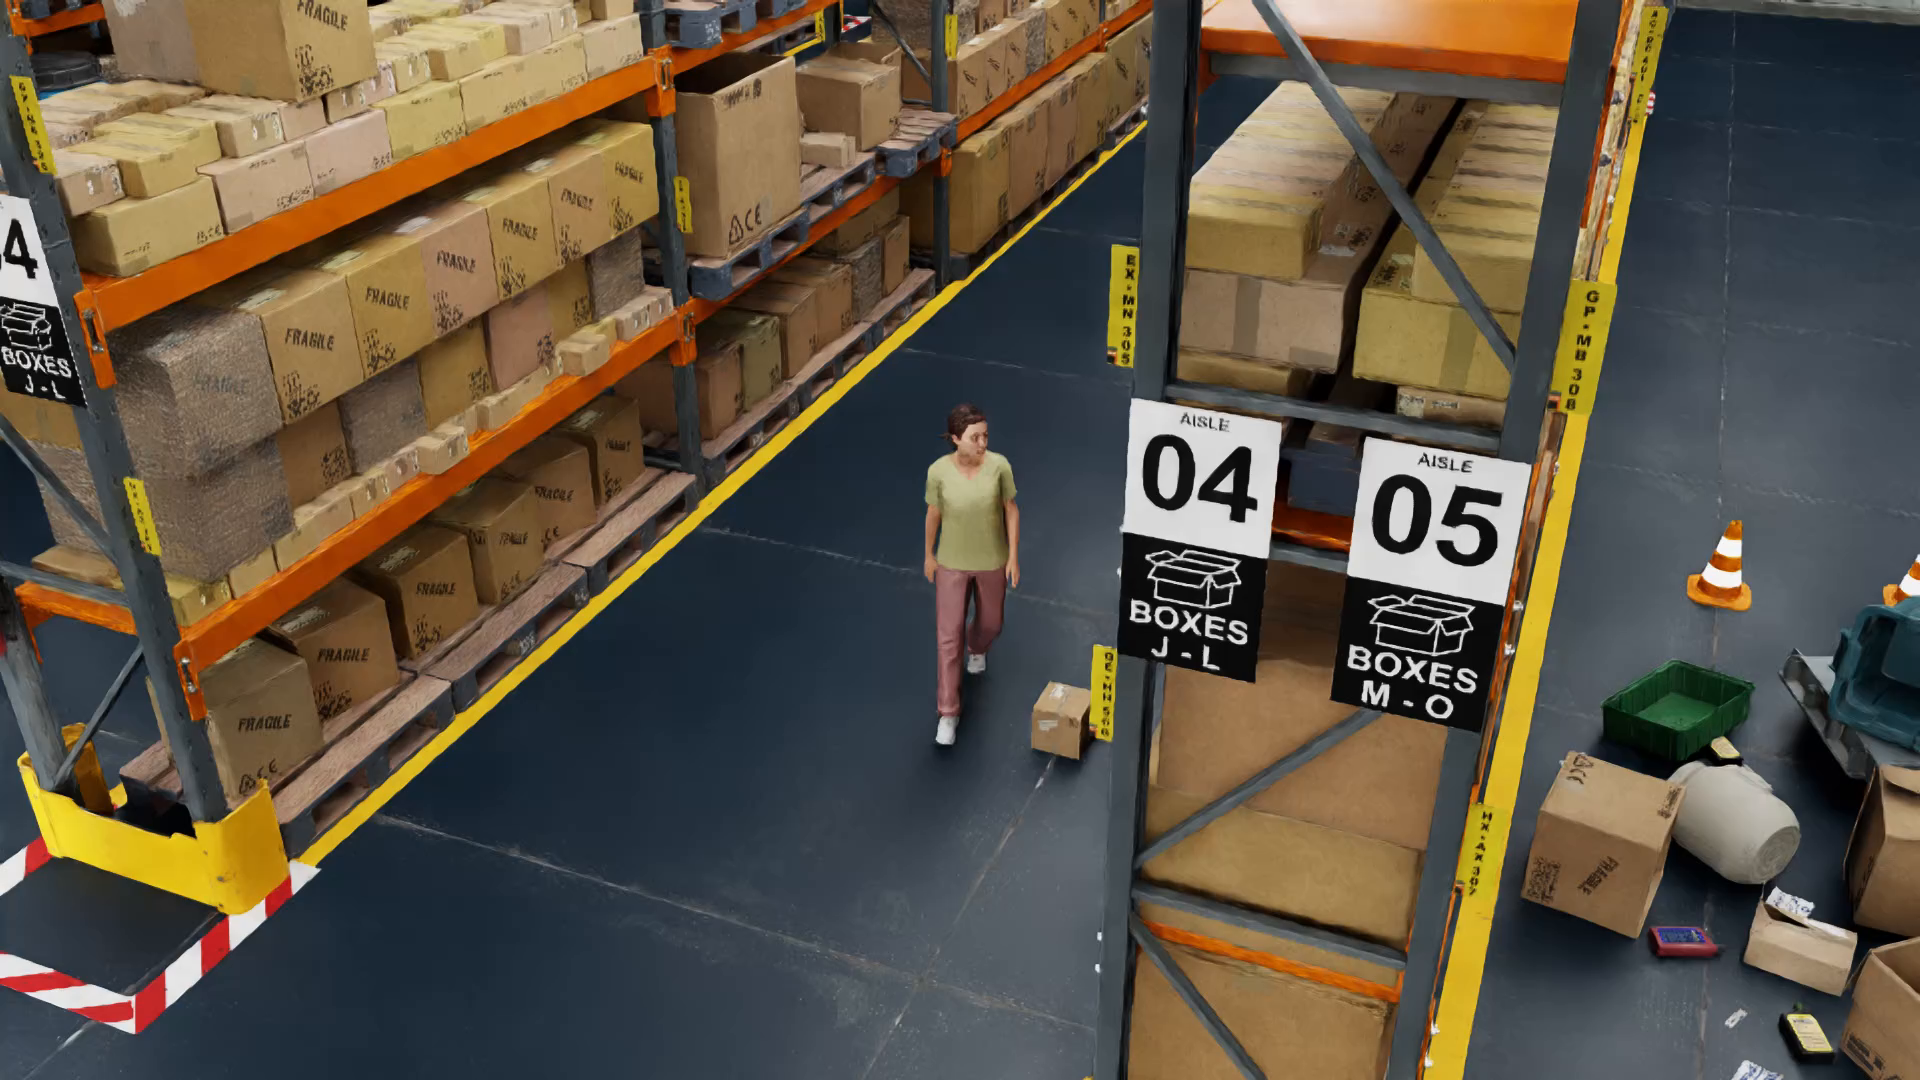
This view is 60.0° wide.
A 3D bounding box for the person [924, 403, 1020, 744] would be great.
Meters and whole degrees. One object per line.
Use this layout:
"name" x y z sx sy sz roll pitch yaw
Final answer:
"person" 0.063 0.114 8.204 0.466 1.641 0.856 -3 30 -6
